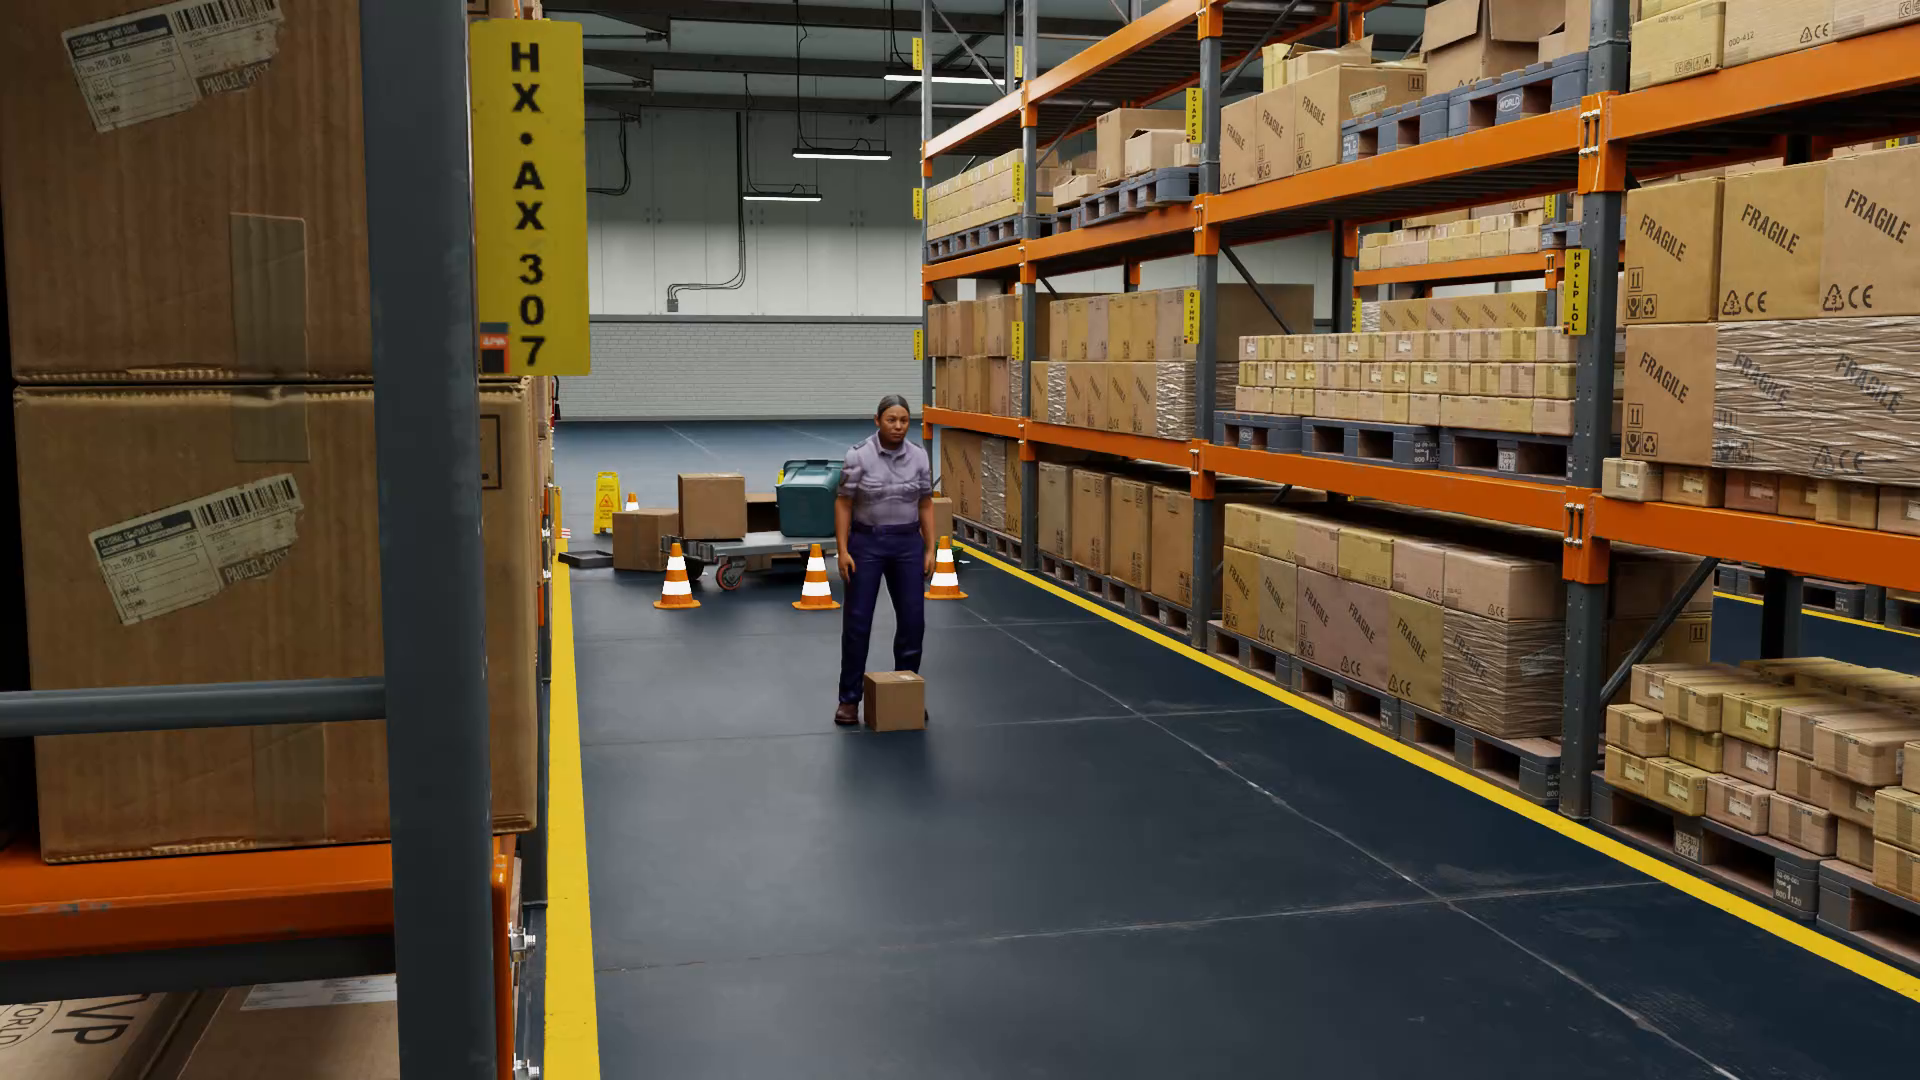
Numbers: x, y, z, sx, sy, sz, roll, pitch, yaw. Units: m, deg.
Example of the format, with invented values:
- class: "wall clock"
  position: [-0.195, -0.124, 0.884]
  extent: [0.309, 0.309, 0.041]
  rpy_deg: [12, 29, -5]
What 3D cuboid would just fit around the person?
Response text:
- class: "person"
  position: [-0.388, 0.083, 8.458]
  extent: [0.564, 1.651, 0.376]
  rpy_deg: [-2, 7, -17]
